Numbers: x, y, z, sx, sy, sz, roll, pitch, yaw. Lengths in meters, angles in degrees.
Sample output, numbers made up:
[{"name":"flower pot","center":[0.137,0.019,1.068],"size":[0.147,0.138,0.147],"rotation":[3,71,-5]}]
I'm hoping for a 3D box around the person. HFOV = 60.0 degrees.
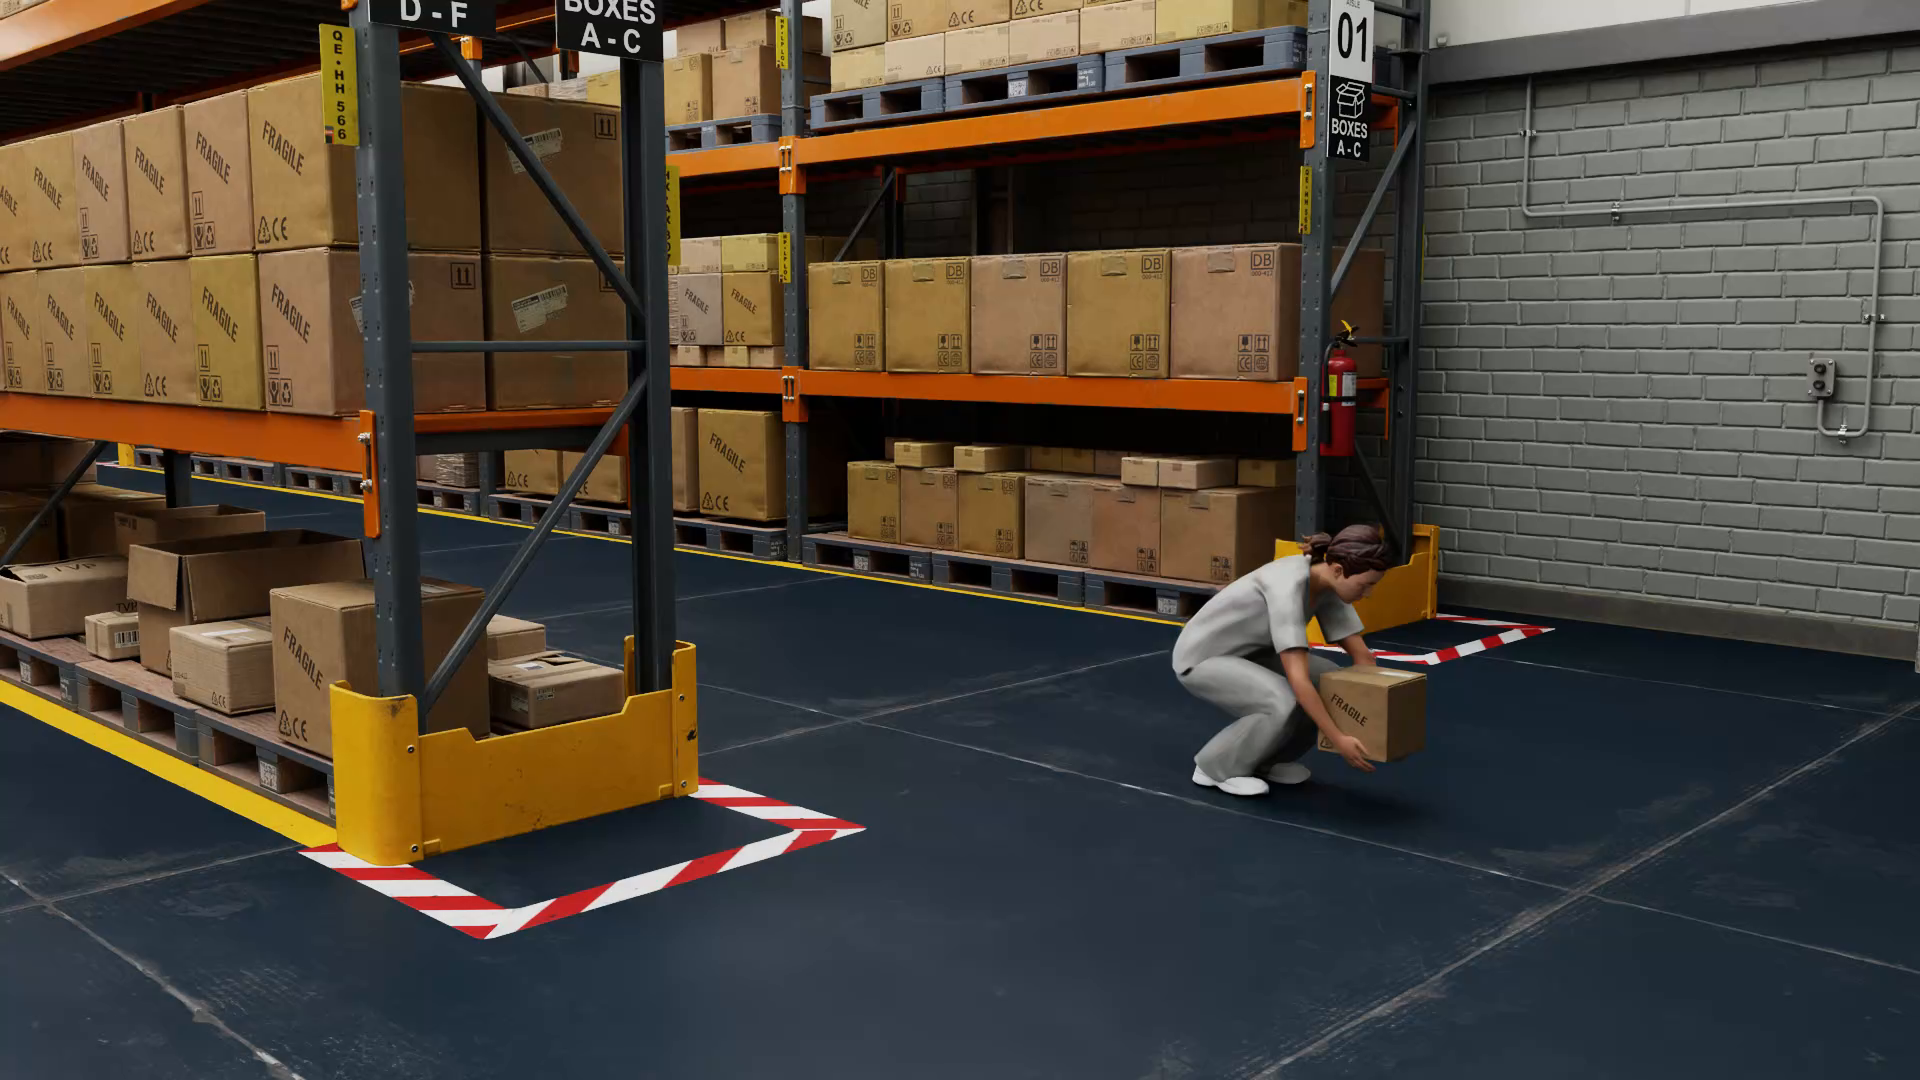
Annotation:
[{"name":"person","center":[1.111,0.395,5.627],"size":[0.802,0.932,0.494],"rotation":[7,10,43]}]
